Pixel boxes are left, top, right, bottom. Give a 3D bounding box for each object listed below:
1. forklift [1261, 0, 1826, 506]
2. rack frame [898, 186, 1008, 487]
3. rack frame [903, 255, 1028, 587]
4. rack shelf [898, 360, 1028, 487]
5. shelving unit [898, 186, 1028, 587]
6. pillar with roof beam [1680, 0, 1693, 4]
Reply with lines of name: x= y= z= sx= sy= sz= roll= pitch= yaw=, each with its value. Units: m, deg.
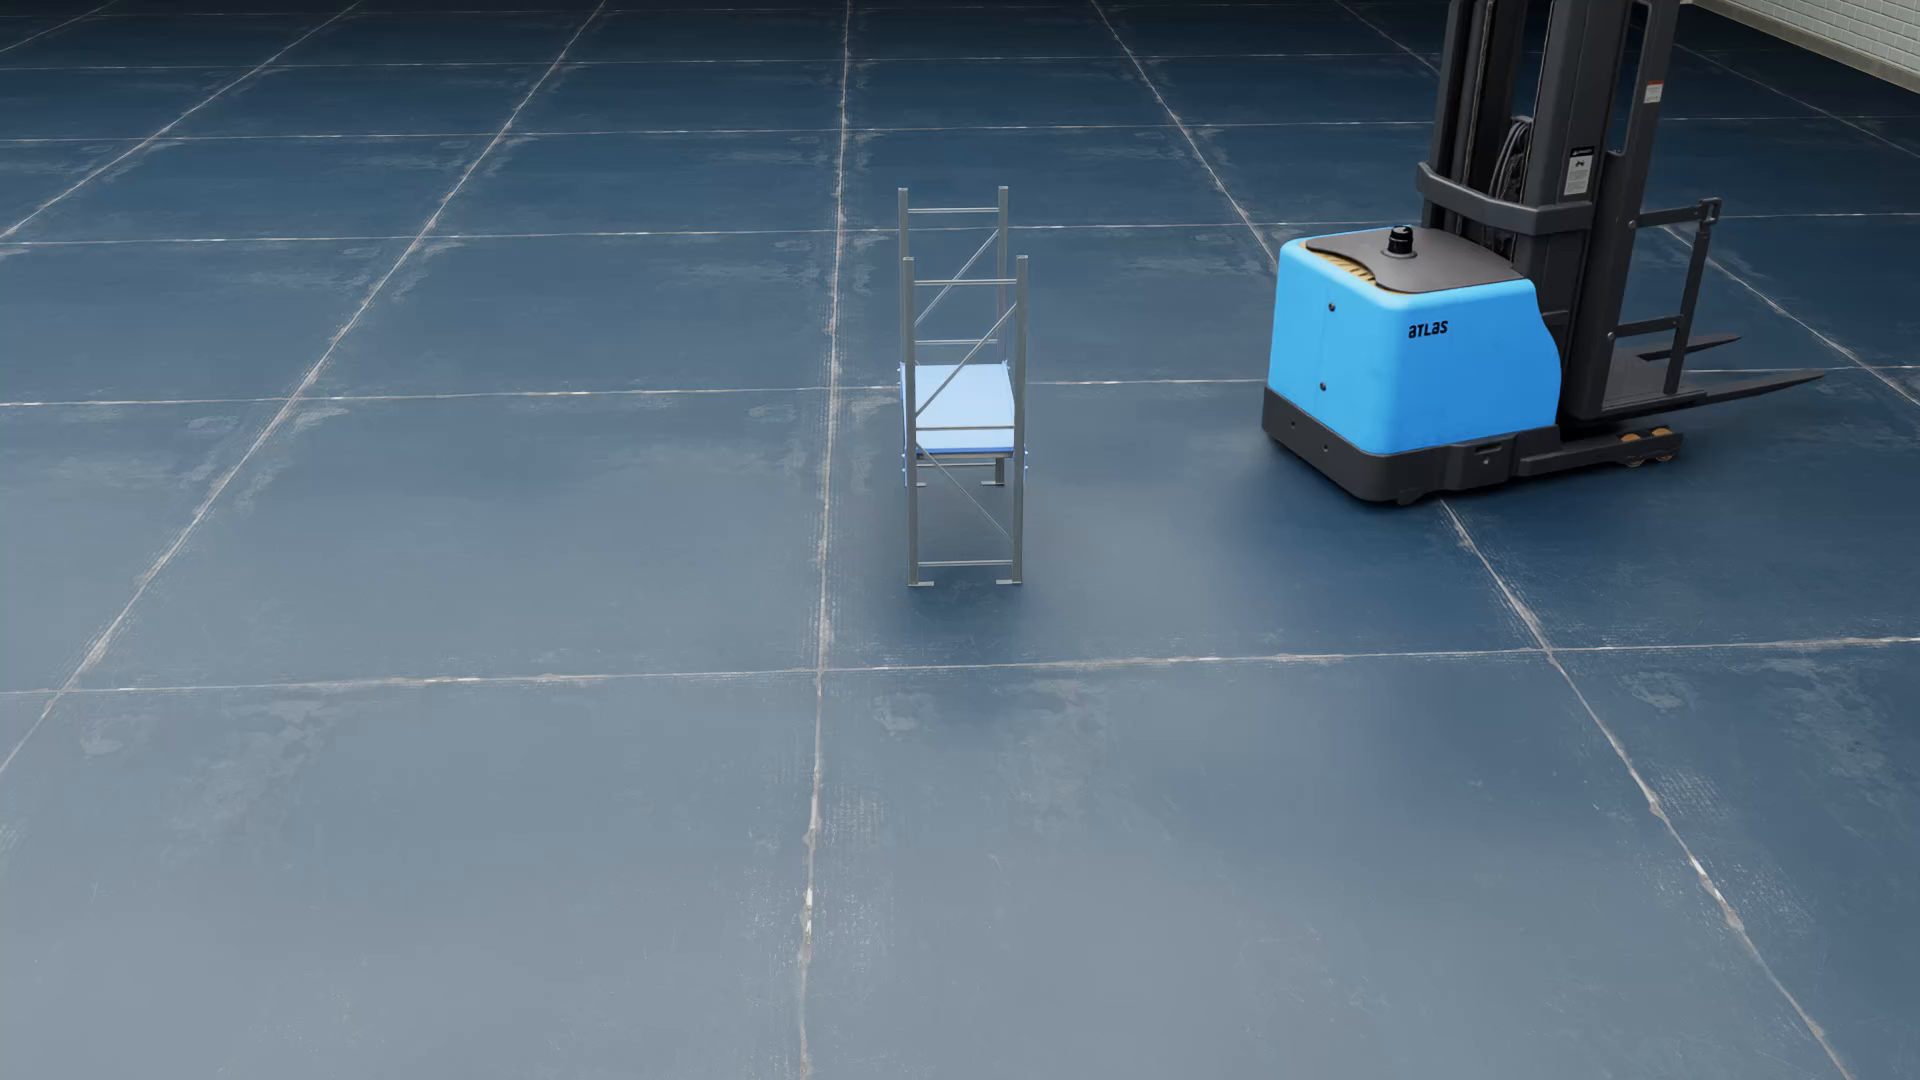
forklift: x=3.152 y=-1.886 z=8.196 sx=3.031 sy=2.935 sz=1.130 roll=-10 pitch=29 yaw=-19
rack frame: x=-0.031 y=-0.939 z=7.929 sx=0.500 sy=1.500 sz=0.032 roll=-1 pitch=28 yaw=-3
rack frame: x=0.022 y=-0.470 z=7.029 sx=0.500 sy=1.500 sz=0.032 roll=-1 pitch=28 yaw=-3
rack shelf: x=-0.004 y=-0.545 z=7.562 sx=0.538 sy=0.185 sz=1.000 roll=-1 pitch=28 yaw=-3
shelving unit: x=-0.004 y=-0.704 z=7.479 sx=0.538 sy=1.500 sz=1.048 roll=-1 pitch=28 yaw=-3
pillar with roof beam: x=4.520 y=-10.532 z=18.211 sx=9.100 sy=9.000 sz=0.400 roll=-1 pitch=28 yaw=-3
